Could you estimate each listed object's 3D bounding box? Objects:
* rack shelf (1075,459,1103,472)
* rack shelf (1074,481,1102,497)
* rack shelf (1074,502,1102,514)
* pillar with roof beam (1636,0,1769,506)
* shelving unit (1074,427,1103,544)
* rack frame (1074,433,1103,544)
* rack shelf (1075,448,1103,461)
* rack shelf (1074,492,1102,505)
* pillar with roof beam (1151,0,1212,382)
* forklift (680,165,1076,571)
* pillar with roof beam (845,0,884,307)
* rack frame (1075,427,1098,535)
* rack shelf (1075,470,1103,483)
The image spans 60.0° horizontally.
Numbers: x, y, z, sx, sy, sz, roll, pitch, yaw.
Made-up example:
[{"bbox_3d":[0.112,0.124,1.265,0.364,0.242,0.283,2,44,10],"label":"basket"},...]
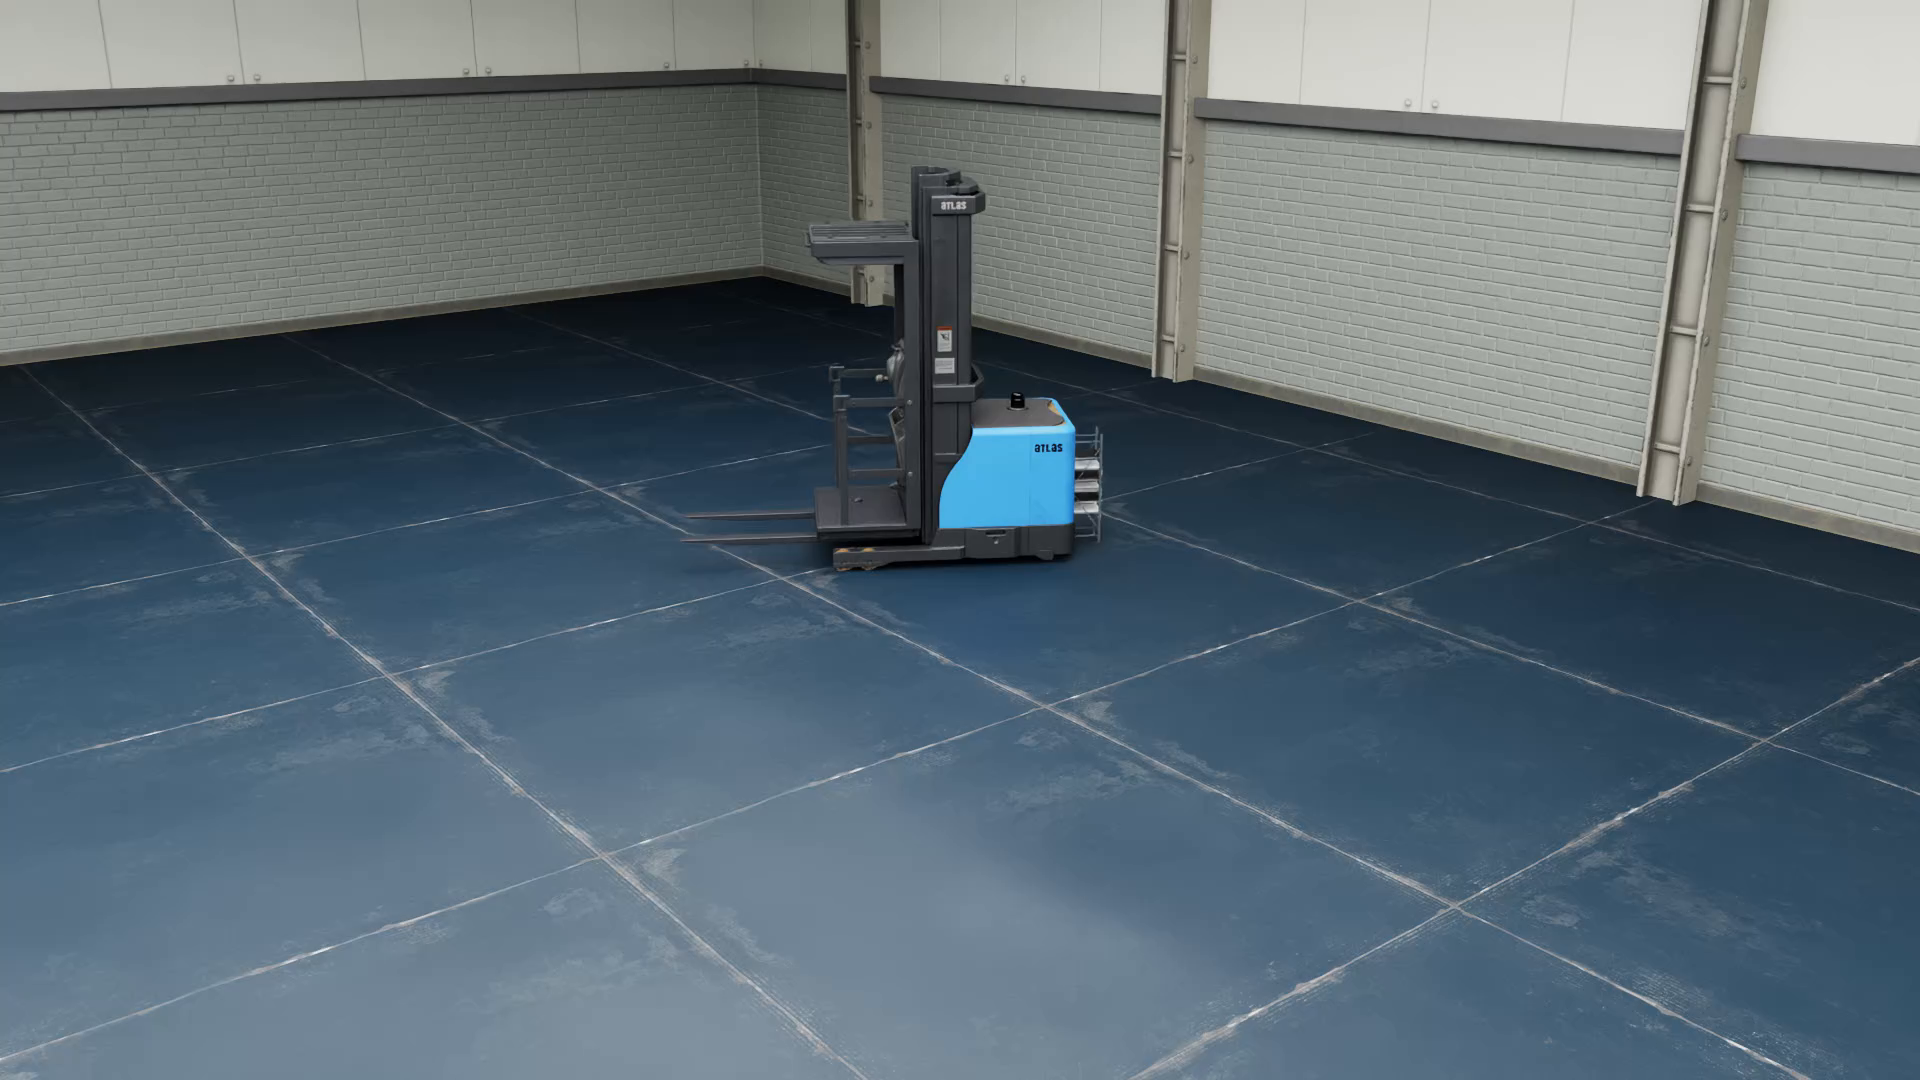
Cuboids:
[{"bbox_3d":[0.988,-0.573,13.196,0.258,0.077,0.200,-2,18,-6],"label":"rack shelf"},{"bbox_3d":[0.988,-0.402,13.252,0.258,0.077,0.200,-2,18,-6],"label":"rack shelf"},{"bbox_3d":[0.988,-0.232,13.309,0.258,0.077,0.200,-2,18,-6],"label":"rack shelf"},{"bbox_3d":[2.778,-3.804,10.536,9.100,9.000,0.400,-14,23,-36],"label":"pillar with roof beam"},{"bbox_3d":[0.988,-0.434,13.242,0.258,0.900,0.210,-2,18,-6],"label":"shelving unit"},{"bbox_3d":[0.999,-0.402,13.146,0.240,0.900,0.006,-2,18,-6],"label":"rack frame"},{"bbox_3d":[0.988,-0.659,13.167,0.258,0.077,0.200,-2,18,-6],"label":"rack shelf"},{"bbox_3d":[0.988,-0.317,13.281,0.258,0.077,0.200,-2,18,-6],"label":"rack shelf"},{"bbox_3d":[-0.947,-5.283,15.000,9.100,9.000,0.400,-14,23,-36],"label":"pillar with roof beam"},{"bbox_3d":[-0.661,-1.330,12.715,3.031,2.935,1.130,-2,18,-6],"label":"forklift"},{"bbox_3d":[-4.672,-6.761,19.465,9.100,9.000,0.400,-14,23,-36],"label":"pillar with roof beam"},{"bbox_3d":[0.977,-0.466,13.338,0.240,0.900,0.006,-2,18,-6],"label":"rack frame"},{"bbox_3d":[0.988,-0.488,13.224,0.258,0.077,0.200,-2,18,-6],"label":"rack shelf"}]
